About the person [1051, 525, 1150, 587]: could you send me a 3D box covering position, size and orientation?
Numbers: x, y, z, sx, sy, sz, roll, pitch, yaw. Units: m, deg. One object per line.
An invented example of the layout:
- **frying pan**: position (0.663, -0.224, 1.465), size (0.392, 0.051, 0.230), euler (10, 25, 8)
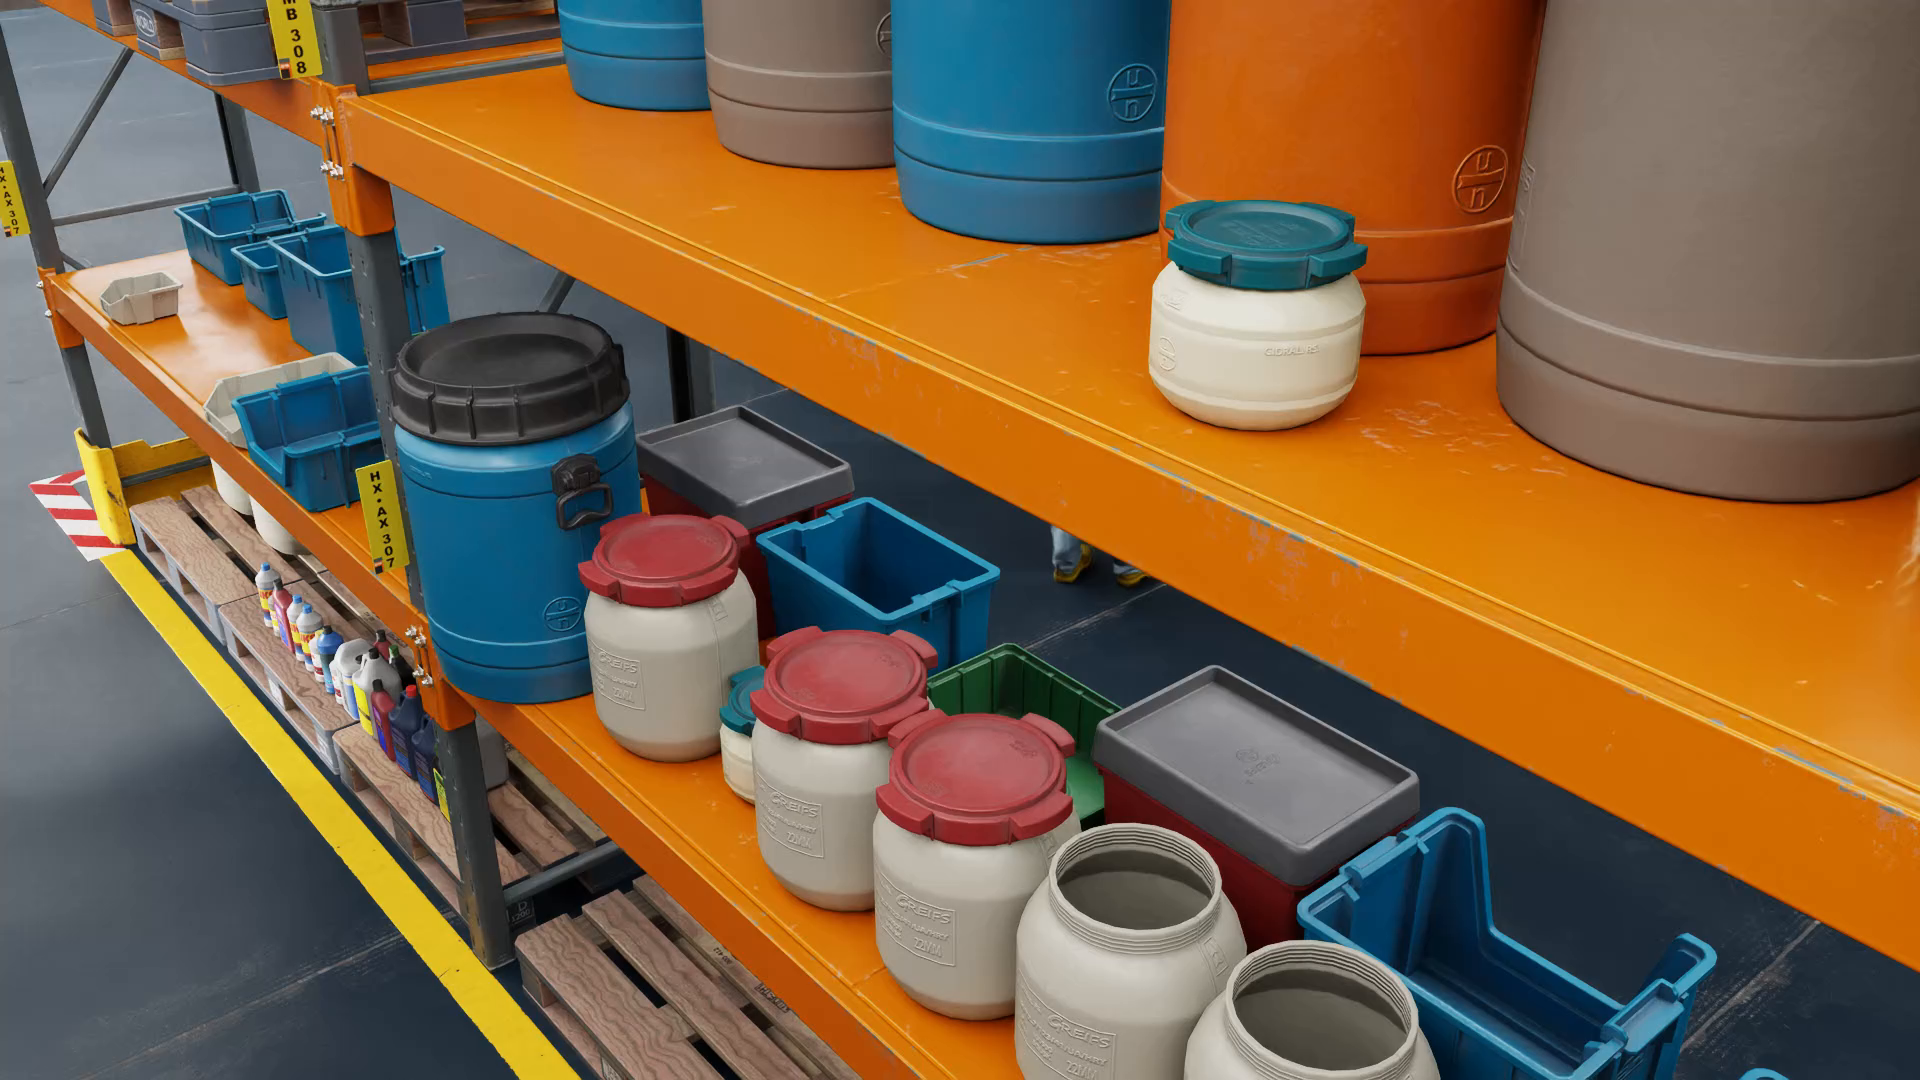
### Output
- **person**: position (0.605, -0.623, 7.244), size (0.605, 1.772, 0.493), euler (9, 29, 17)
